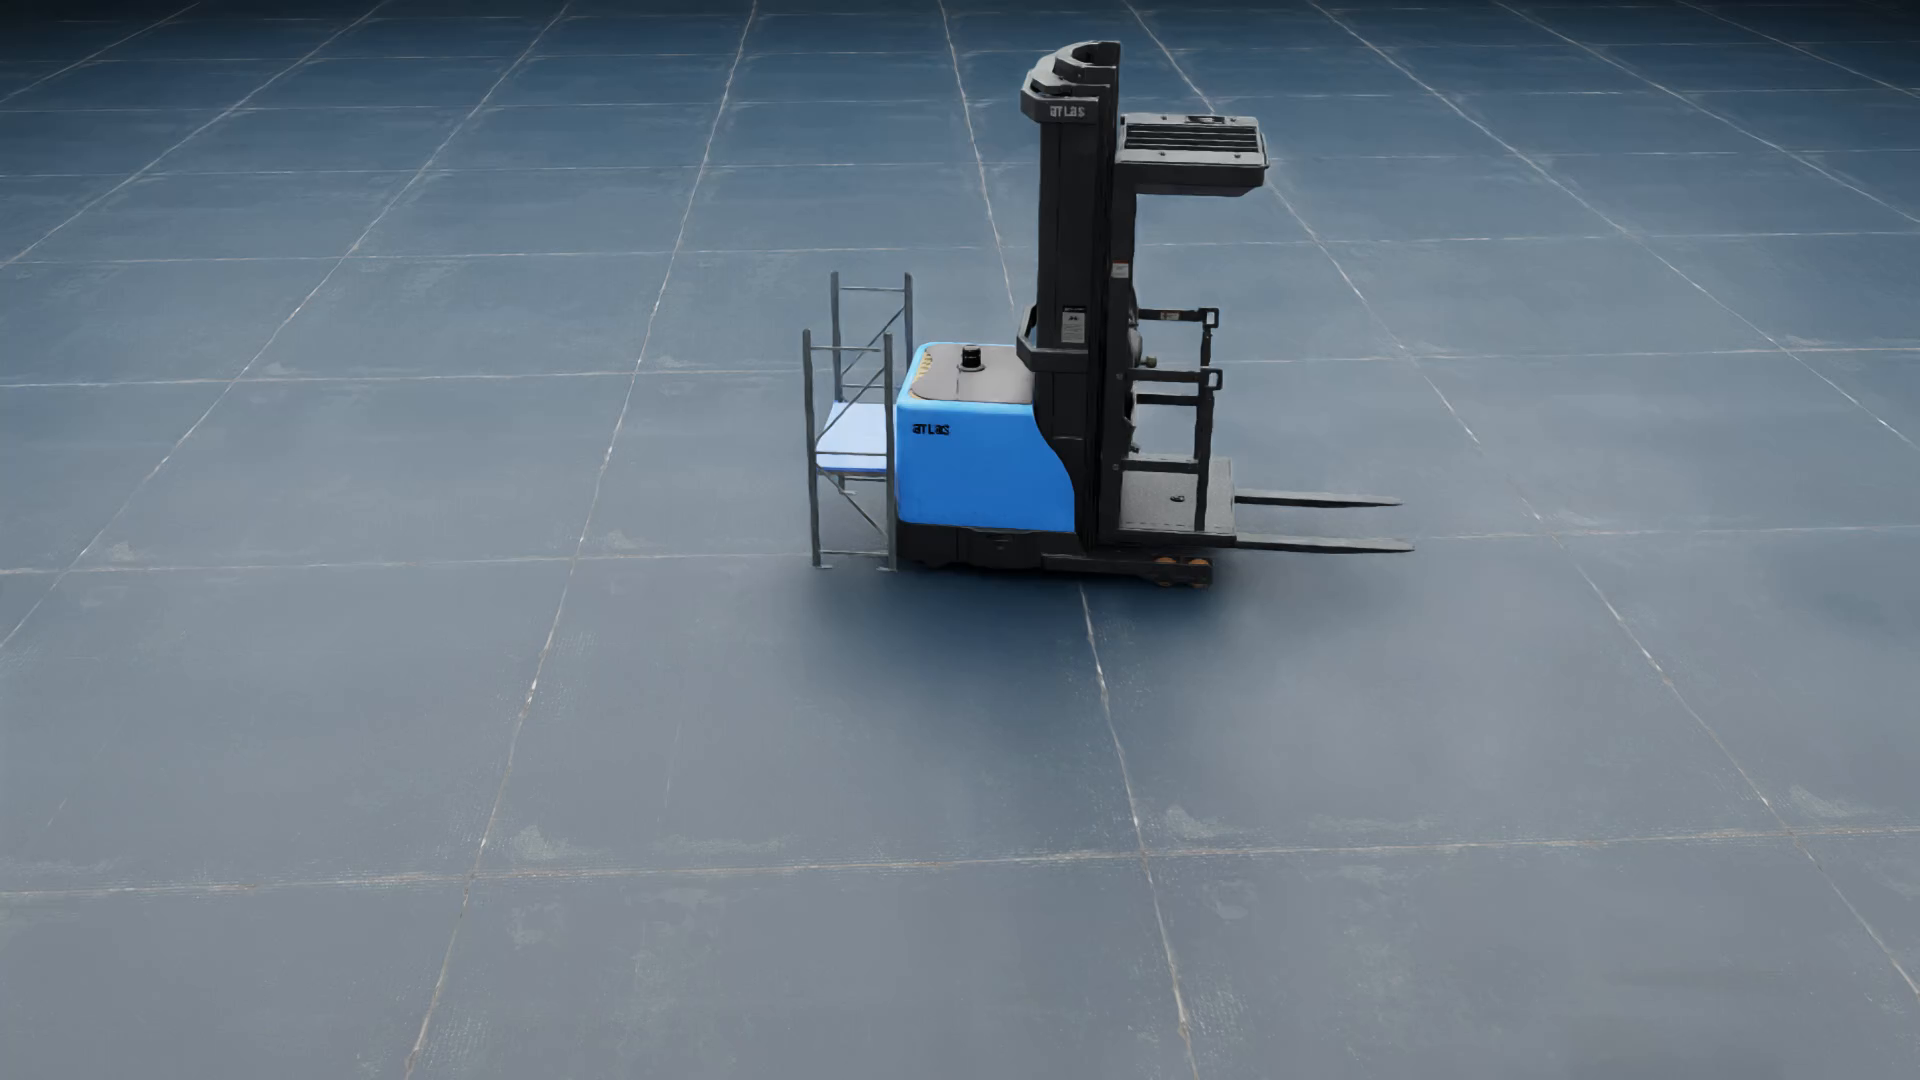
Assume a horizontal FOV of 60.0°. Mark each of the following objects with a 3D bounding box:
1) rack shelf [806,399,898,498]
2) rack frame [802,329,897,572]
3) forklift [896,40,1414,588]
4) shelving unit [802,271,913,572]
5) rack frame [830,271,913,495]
[{"bbox_3d":[-0.586,-0.568,10.107,0.538,0.185,1.000,2,28,4],"label":"rack shelf"},{"bbox_3d":[-0.629,-0.494,9.575,0.500,1.500,0.032,2,28,4],"label":"rack frame"},{"bbox_3d":[1.174,-1.280,9.534,3.031,2.935,1.130,3,28,6],"label":"forklift"},{"bbox_3d":[-0.586,-0.728,10.024,0.538,1.500,1.048,2,28,4],"label":"shelving unit"},{"bbox_3d":[-0.542,-0.962,10.473,0.500,1.500,0.032,2,28,4],"label":"rack frame"}]
